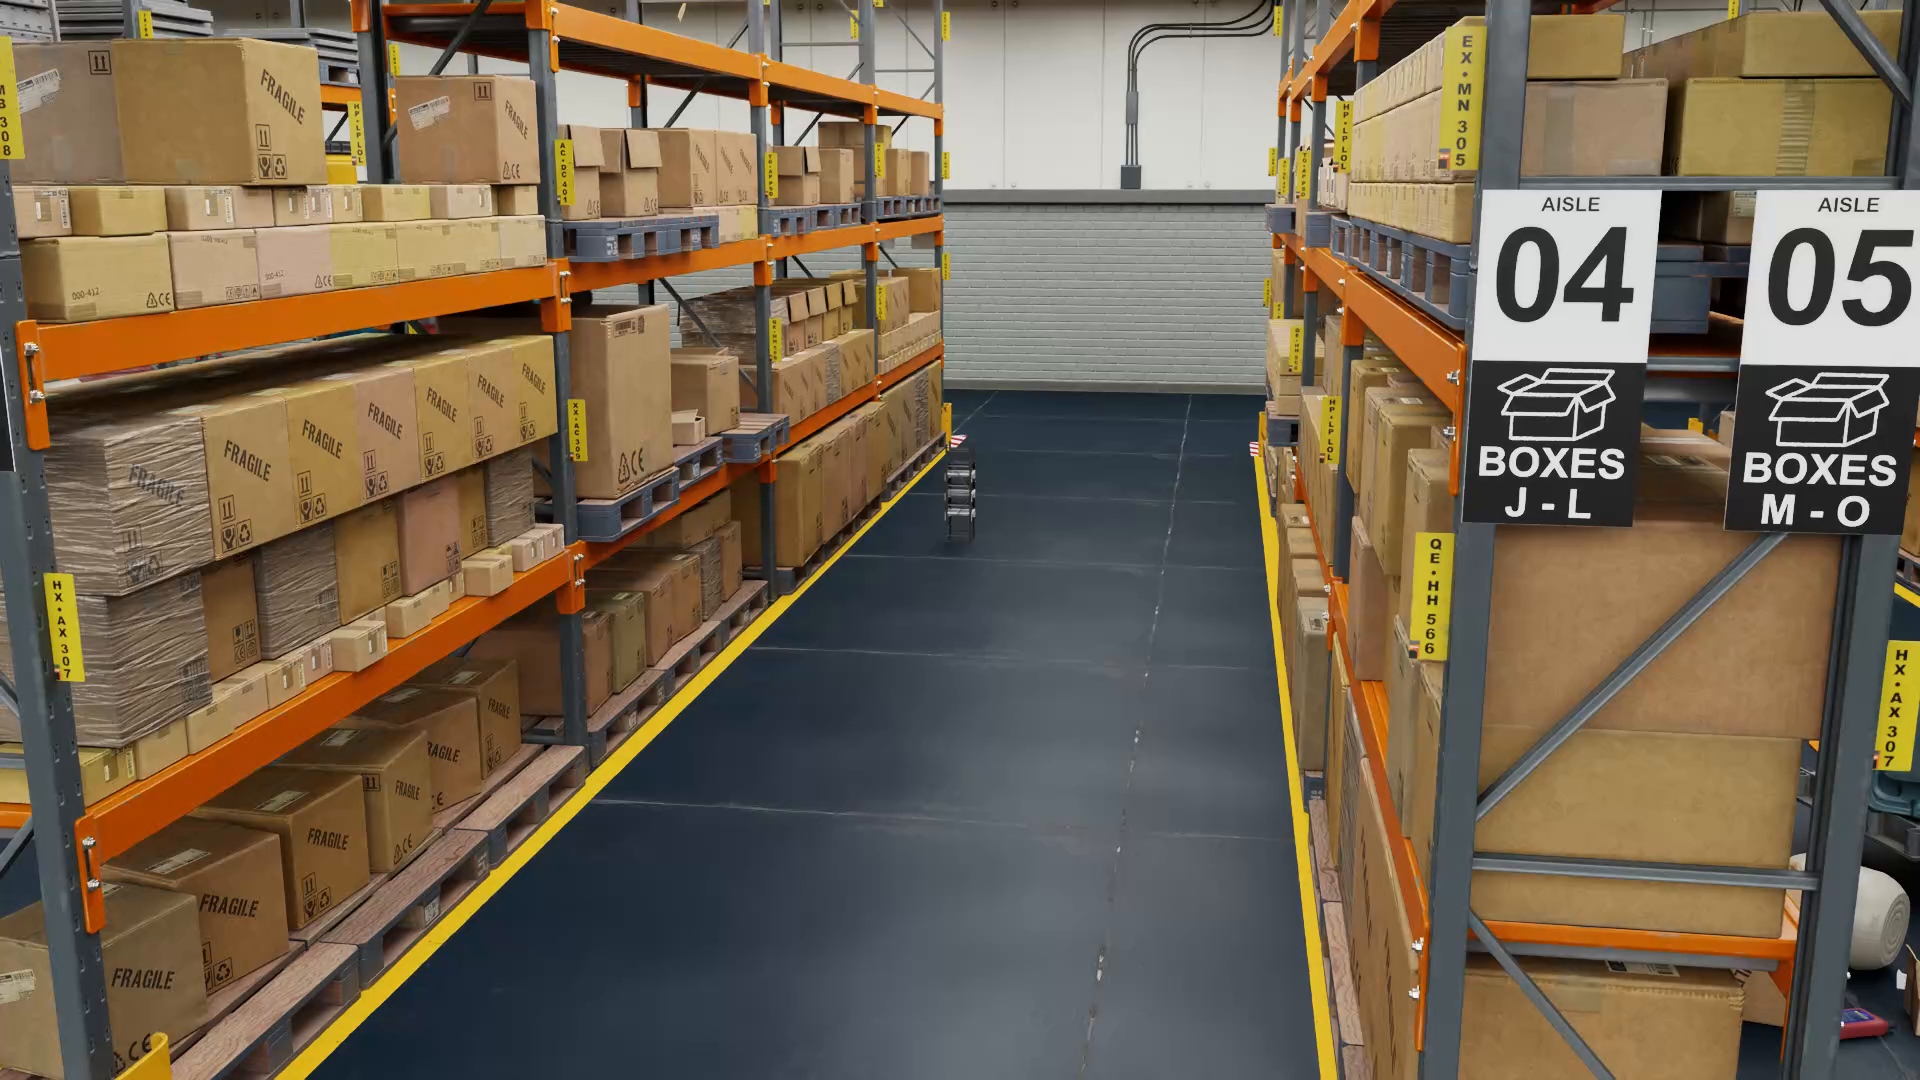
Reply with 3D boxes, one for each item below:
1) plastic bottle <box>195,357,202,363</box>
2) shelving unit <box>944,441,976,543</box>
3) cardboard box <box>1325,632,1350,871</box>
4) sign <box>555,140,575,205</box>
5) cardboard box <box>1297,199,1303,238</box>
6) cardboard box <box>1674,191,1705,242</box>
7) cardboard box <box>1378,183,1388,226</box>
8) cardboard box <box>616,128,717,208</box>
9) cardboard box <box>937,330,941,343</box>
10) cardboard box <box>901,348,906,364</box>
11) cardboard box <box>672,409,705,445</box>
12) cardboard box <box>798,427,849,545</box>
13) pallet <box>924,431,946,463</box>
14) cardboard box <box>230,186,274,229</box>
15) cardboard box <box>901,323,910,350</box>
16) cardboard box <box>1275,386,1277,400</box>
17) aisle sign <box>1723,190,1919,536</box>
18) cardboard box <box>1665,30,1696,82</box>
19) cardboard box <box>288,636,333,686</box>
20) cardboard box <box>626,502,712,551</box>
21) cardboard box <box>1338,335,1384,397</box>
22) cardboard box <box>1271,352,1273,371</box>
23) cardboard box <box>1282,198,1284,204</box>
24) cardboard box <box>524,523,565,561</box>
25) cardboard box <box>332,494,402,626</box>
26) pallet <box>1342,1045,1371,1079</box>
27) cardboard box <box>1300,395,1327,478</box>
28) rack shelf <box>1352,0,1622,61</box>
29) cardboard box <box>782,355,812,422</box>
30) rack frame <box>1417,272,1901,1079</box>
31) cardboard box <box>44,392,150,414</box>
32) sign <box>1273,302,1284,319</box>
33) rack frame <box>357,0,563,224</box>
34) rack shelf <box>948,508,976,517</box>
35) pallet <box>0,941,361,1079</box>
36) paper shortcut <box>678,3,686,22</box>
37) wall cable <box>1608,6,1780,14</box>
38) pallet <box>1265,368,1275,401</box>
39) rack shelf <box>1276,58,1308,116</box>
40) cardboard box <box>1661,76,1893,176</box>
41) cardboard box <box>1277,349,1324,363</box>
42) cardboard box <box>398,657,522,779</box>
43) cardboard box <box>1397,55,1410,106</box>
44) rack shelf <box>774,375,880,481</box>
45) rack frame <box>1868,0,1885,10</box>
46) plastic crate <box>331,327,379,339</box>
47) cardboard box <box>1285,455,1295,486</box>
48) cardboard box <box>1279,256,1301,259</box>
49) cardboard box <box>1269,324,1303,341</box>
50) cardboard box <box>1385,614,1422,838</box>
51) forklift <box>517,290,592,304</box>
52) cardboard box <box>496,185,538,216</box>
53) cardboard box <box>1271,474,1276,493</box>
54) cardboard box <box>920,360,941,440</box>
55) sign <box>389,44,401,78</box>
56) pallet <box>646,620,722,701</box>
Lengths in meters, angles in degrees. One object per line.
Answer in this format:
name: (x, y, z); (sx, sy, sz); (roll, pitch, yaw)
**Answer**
plastic bottle: (-6.950, -1.507, 15.238); (0.144, 0.351, 0.185); (2, 12, 9)
shelving unit: (0.001, -0.442, 15.163); (0.258, 0.900, 0.210); (2, 12, 9)
cardboard box: (2.166, 0.974, 7.657); (0.875, 0.875, 0.875); (2, 12, 10)
sign: (-2.016, -1.873, 8.473); (0.100, 0.325, 0.005); (2, 12, 9)
cardboard box: (2.848, -2.568, 12.687); (0.500, 0.500, 0.500); (2, 12, 9)
cardboard box: (2.125, -0.867, 4.396); (0.380, 0.149, 0.250); (2, 12, 9)
cardboard box: (1.706, -1.204, 5.961); (0.380, 0.149, 0.250); (2, 12, 9)
cardboard box: (-1.924, -2.445, 10.931); (0.500, 0.500, 0.500); (2, 12, 10)
cardboard box: (-0.437, -2.460, 20.142); (0.380, 0.149, 0.250); (2, 12, 10)
cardboard box: (-0.791, -1.981, 17.917); (0.380, 0.149, 0.250); (2, 12, 8)
cardboard box: (-1.928, -0.786, 11.100); (0.396, 0.266, 0.258); (2, 12, 7)
cardboard box: (-1.667, -0.497, 14.485); (1.225, 0.875, 0.875); (2, 12, 9)
pallet: (-0.754, -1.136, 20.019); (1.003, 0.211, 1.213); (2, 12, 9)
cardboard box: (-2.692, -1.187, 5.928); (0.380, 0.149, 0.250); (2, 12, 9)
cardboard box: (-0.837, -2.208, 18.025); (0.500, 0.250, 0.500); (2, 12, 10)
cardboard box: (2.648, -1.126, 12.954); (0.380, 0.149, 0.250); (2, 12, 10)
aisle sign: (2.002, -0.402, 3.824); (0.394, 0.787, 0.004); (2, 12, 9)
cardboard box: (2.161, -1.307, 4.546); (0.380, 0.149, 0.250); (2, 12, 8)
cardboard box: (-2.704, 0.474, 6.529); (0.380, 0.149, 0.250); (2, 12, 9)
cardboard box: (-2.083, -0.111, 11.754); (0.500, 0.250, 0.500); (3, 13, 15)
cardboard box: (2.637, -0.947, 9.912); (0.700, 0.500, 0.500); (2, 12, 8)
cardboard box: (2.809, -1.489, 13.931); (0.380, 0.149, 0.250); (2, 12, 8)
cardboard box: (3.459, -3.261, 16.497); (0.500, 0.250, 0.500); (2, 12, 8)
cardboard box: (-2.296, 0.007, 8.693); (0.380, 0.149, 0.250); (2, 12, 9)
cardboard box: (-2.891, 0.041, 6.998); (0.875, 0.500, 0.500); (2, 12, 9)
pallet: (1.762, 2.039, 5.289); (1.003, 0.211, 1.213); (2, 12, 9)
cardboard box: (2.536, -0.679, 11.043); (0.500, 0.500, 0.500); (2, 12, 8)
rack shelf: (2.024, -1.957, 5.629); (1.077, 0.370, 4.000); (2, 12, 9)
cardboard box: (-1.518, -1.251, 13.698); (0.500, 0.500, 0.500); (2, 12, 7)
rack frame: (1.717, 0.845, 4.211); (1.000, 3.000, 0.127); (2, 12, 9)
cardboard box: (-3.257, -0.247, 5.959); (0.500, 0.500, 0.500); (2, 12, 9)
sign: (3.025, -2.093, 15.785); (0.100, 0.325, 0.005); (2, 12, 9)
rack frame: (-2.554, -3.103, 8.286); (1.000, 3.000, 0.127); (2, 12, 9)
rack shelf: (0.001, -0.233, 15.208); (0.258, 0.077, 0.200); (2, 12, 9)
pallet: (-2.997, 1.842, 6.201); (1.003, 0.211, 1.213); (2, 12, 9)
paper shortcut: (-2.254, -4.295, 13.490); (0.009, 0.170, 0.078); (12, -17, 6)
wall cable: (10.423, -6.448, 23.808); (2.355, 3.000, 0.029); (2, 12, 9)
pallet: (3.301, -1.405, 15.106); (1.003, 0.211, 1.213); (2, 12, 9)
rack shelf: (3.870, -4.649, 17.178); (1.077, 0.370, 4.000); (2, 12, 9)
cardboard box: (2.044, -1.040, 4.252); (0.500, 0.250, 0.500); (2, 12, 9)
cardboard box: (2.610, -1.363, 12.643); (0.380, 0.149, 0.250); (2, 12, 8)
cardboard box: (-2.655, 0.929, 8.757); (0.500, 0.500, 0.500); (1, 12, 7)
cardboard box: (1.629, -1.489, 5.387); (0.380, 0.149, 0.250); (2, 12, 8)
rack shelf: (-1.631, -1.067, 14.789); (1.077, 0.370, 4.000); (2, 12, 9)
rack frame: (8.469, -4.447, 14.524); (1.000, 3.000, 0.127); (2, 12, 9)
plastic crate: (-6.483, -2.125, 17.888); (0.392, 0.384, 0.575); (2, 12, 9)
cardboard box: (2.954, -0.532, 13.757); (0.500, 0.250, 0.500); (2, 12, 10)
cardboard box: (3.534, -2.657, 17.142); (0.500, 0.500, 0.500); (2, 12, 10)
cardboard box: (2.968, -1.848, 14.893); (0.380, 0.149, 0.250); (2, 12, 9)
cardboard box: (1.792, 0.577, 5.095); (0.875, 0.550, 0.550); (2, 12, 9)
forklift: (-3.934, -1.307, 14.359); (1.130, 2.935, 3.031); (7, 14, 29)
cardboard box: (-2.318, -1.681, 8.218); (0.380, 0.149, 0.250); (2, 12, 10)
cardboard box: (3.286, -0.558, 16.488); (0.380, 0.149, 0.250); (2, 12, 9)
cardboard box: (-0.727, -1.699, 20.059); (0.875, 0.875, 0.875); (2, 12, 9)
sign: (-5.674, -4.808, 16.696); (0.100, 0.325, 0.005); (2, 12, 9)
pallet: (-2.250, 0.776, 11.146); (1.003, 0.211, 1.213); (2, 12, 9)
